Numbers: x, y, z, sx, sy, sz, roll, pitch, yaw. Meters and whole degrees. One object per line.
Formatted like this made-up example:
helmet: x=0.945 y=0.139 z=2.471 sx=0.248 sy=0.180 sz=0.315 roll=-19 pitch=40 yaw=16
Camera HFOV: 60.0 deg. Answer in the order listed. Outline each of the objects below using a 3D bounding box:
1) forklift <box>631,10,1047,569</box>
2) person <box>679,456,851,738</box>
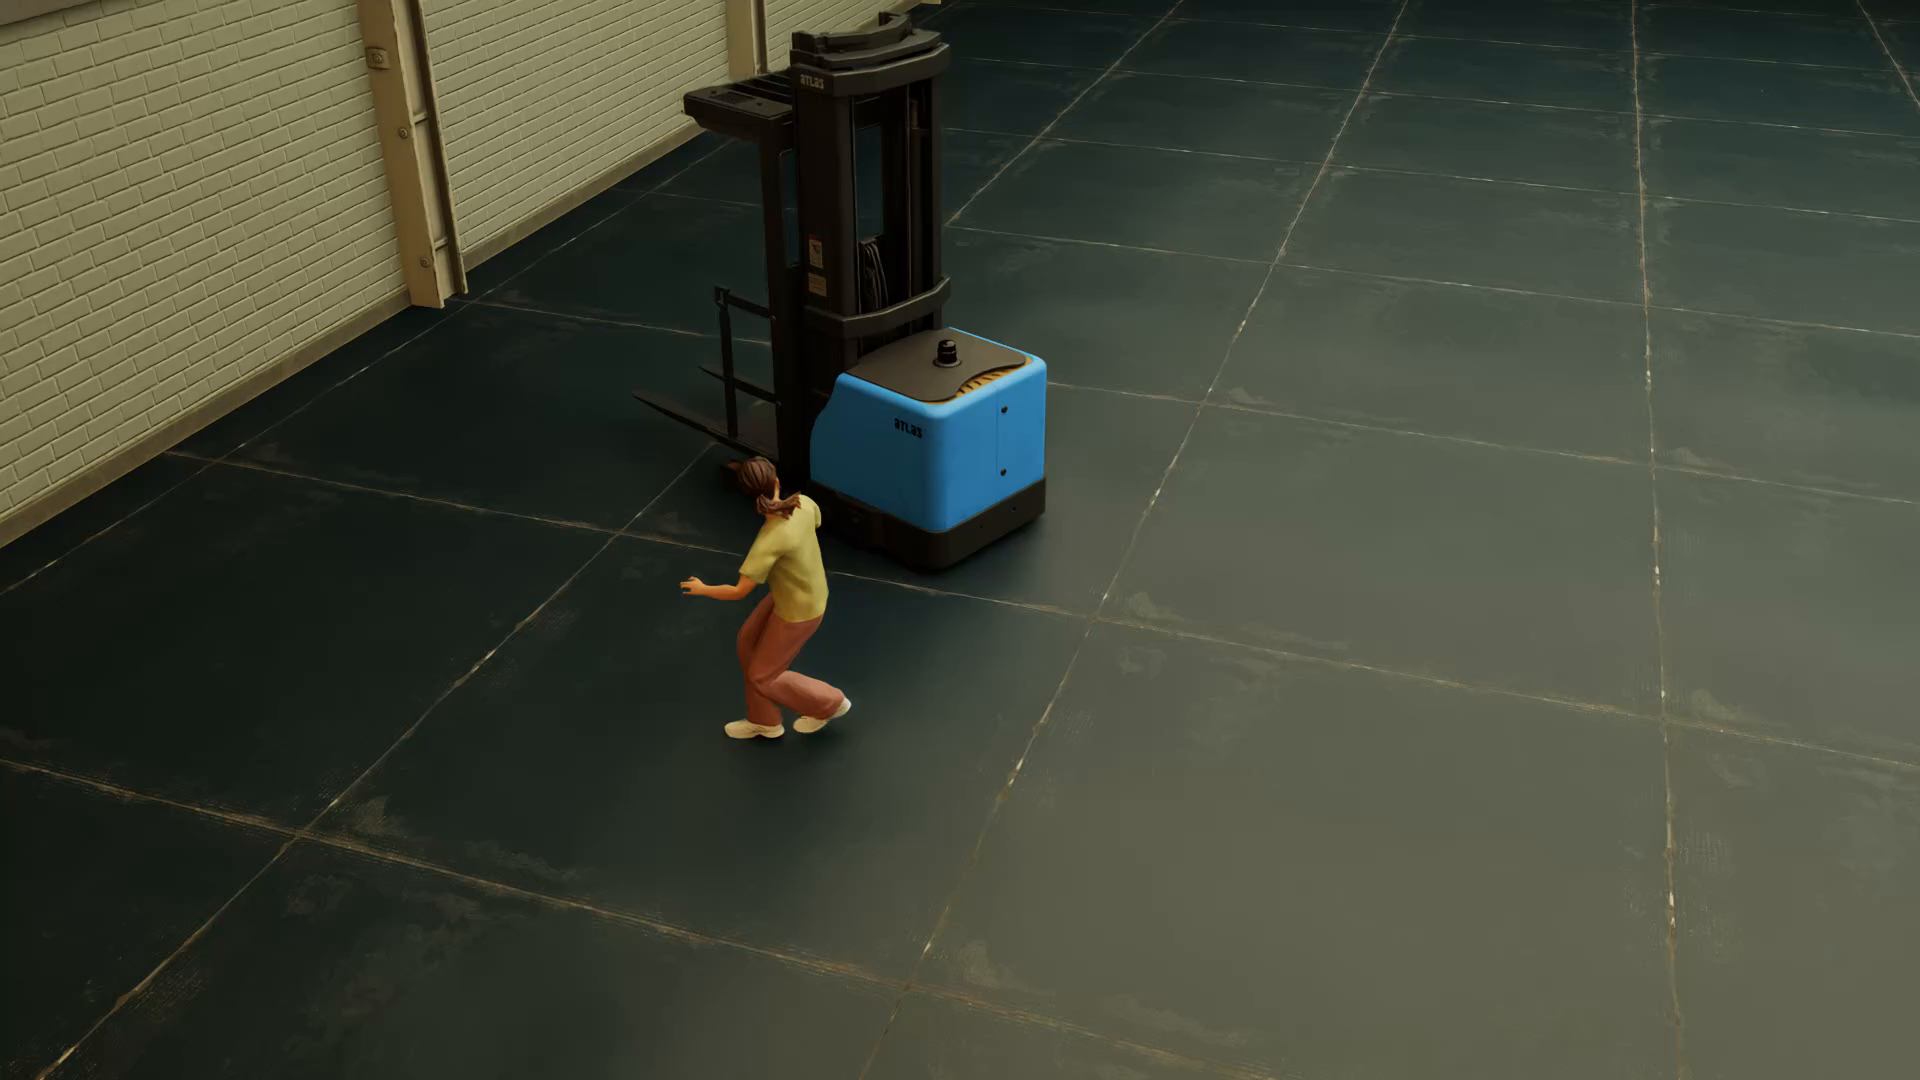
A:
forklift: x=-0.908 y=-1.715 z=10.145 sx=3.031 sy=2.935 sz=1.130 roll=24 pitch=37 yaw=35
person: x=-0.931 y=0.272 z=8.068 sx=0.774 sy=1.545 sz=0.787 roll=2 pitch=30 yaw=3
